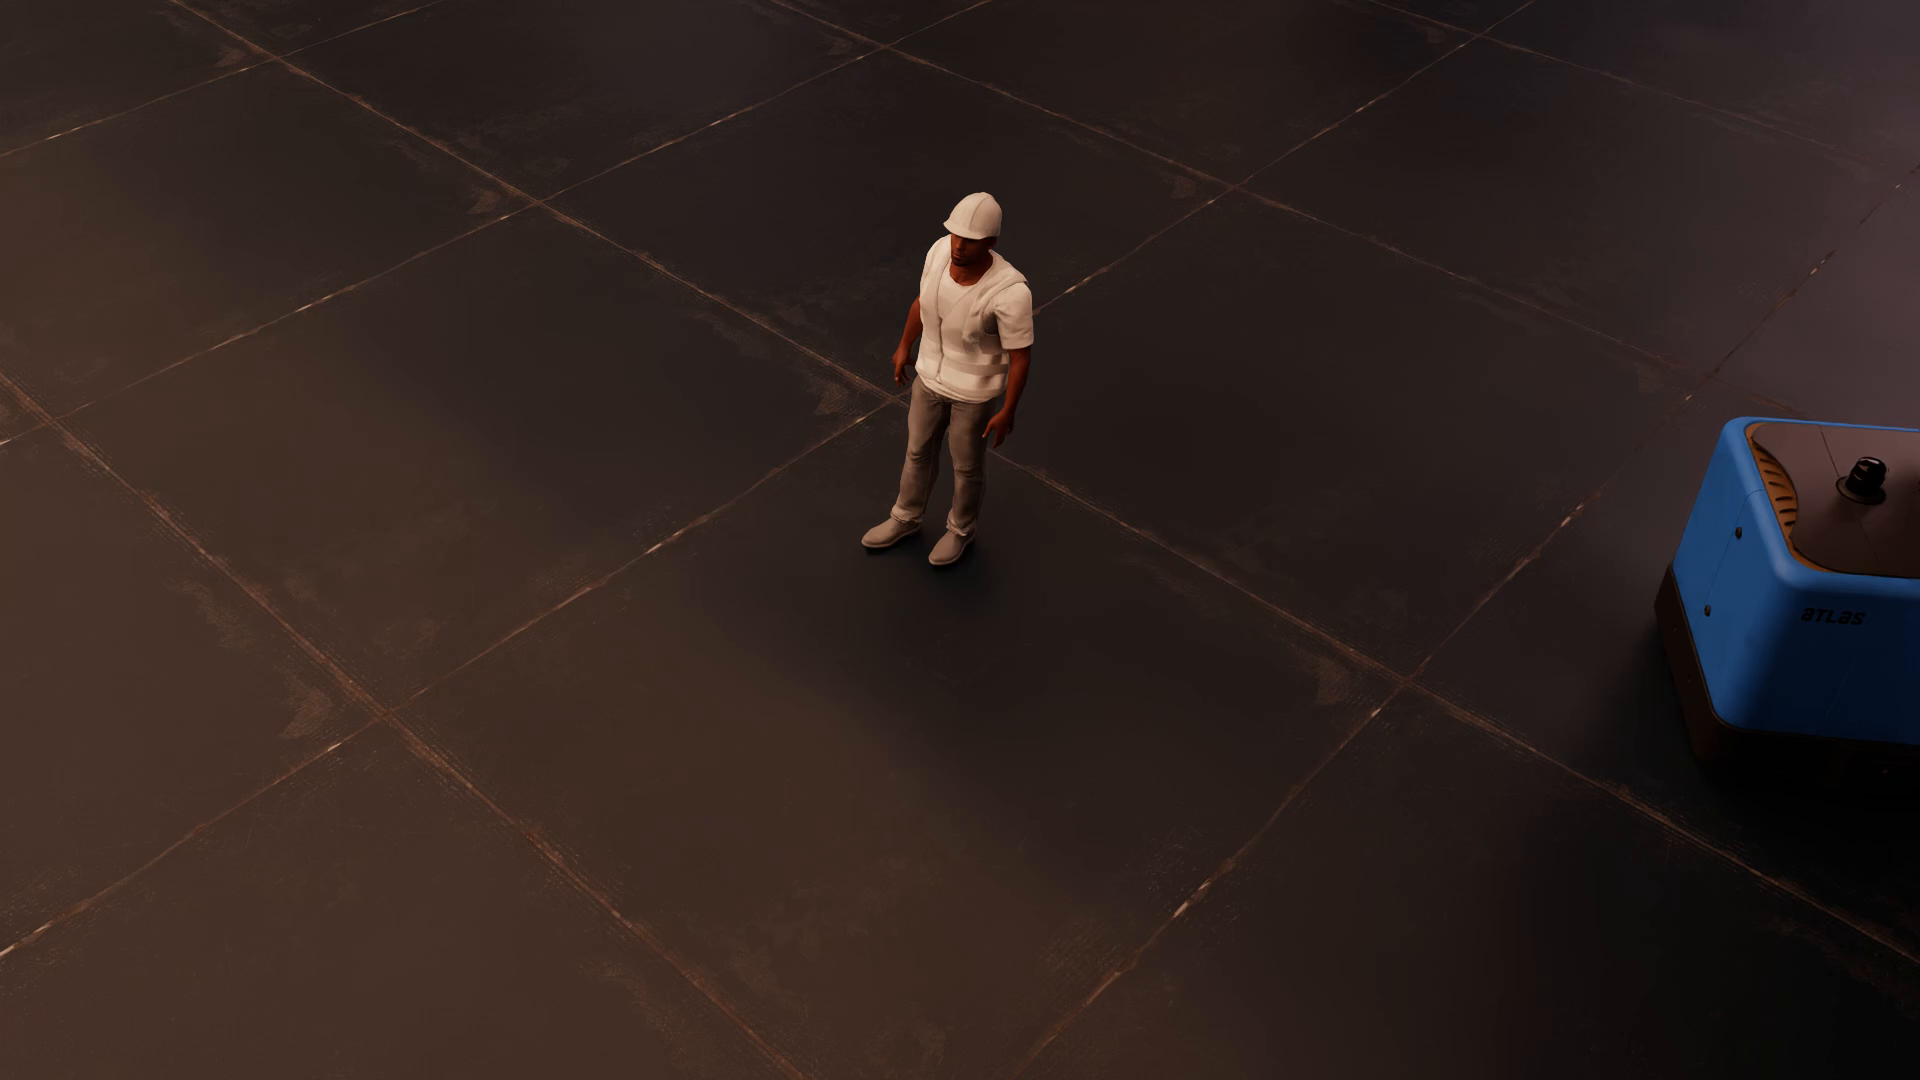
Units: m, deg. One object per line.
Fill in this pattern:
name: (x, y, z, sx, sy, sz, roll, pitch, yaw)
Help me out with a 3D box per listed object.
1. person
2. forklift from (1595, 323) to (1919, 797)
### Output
person: (-0.052, -0.643, 7.066, 0.665, 1.760, 0.576, 31, 49, 31)
forklift: (4.156, -0.356, 5.843, 3.031, 2.935, 1.130, 11, 42, 12)
